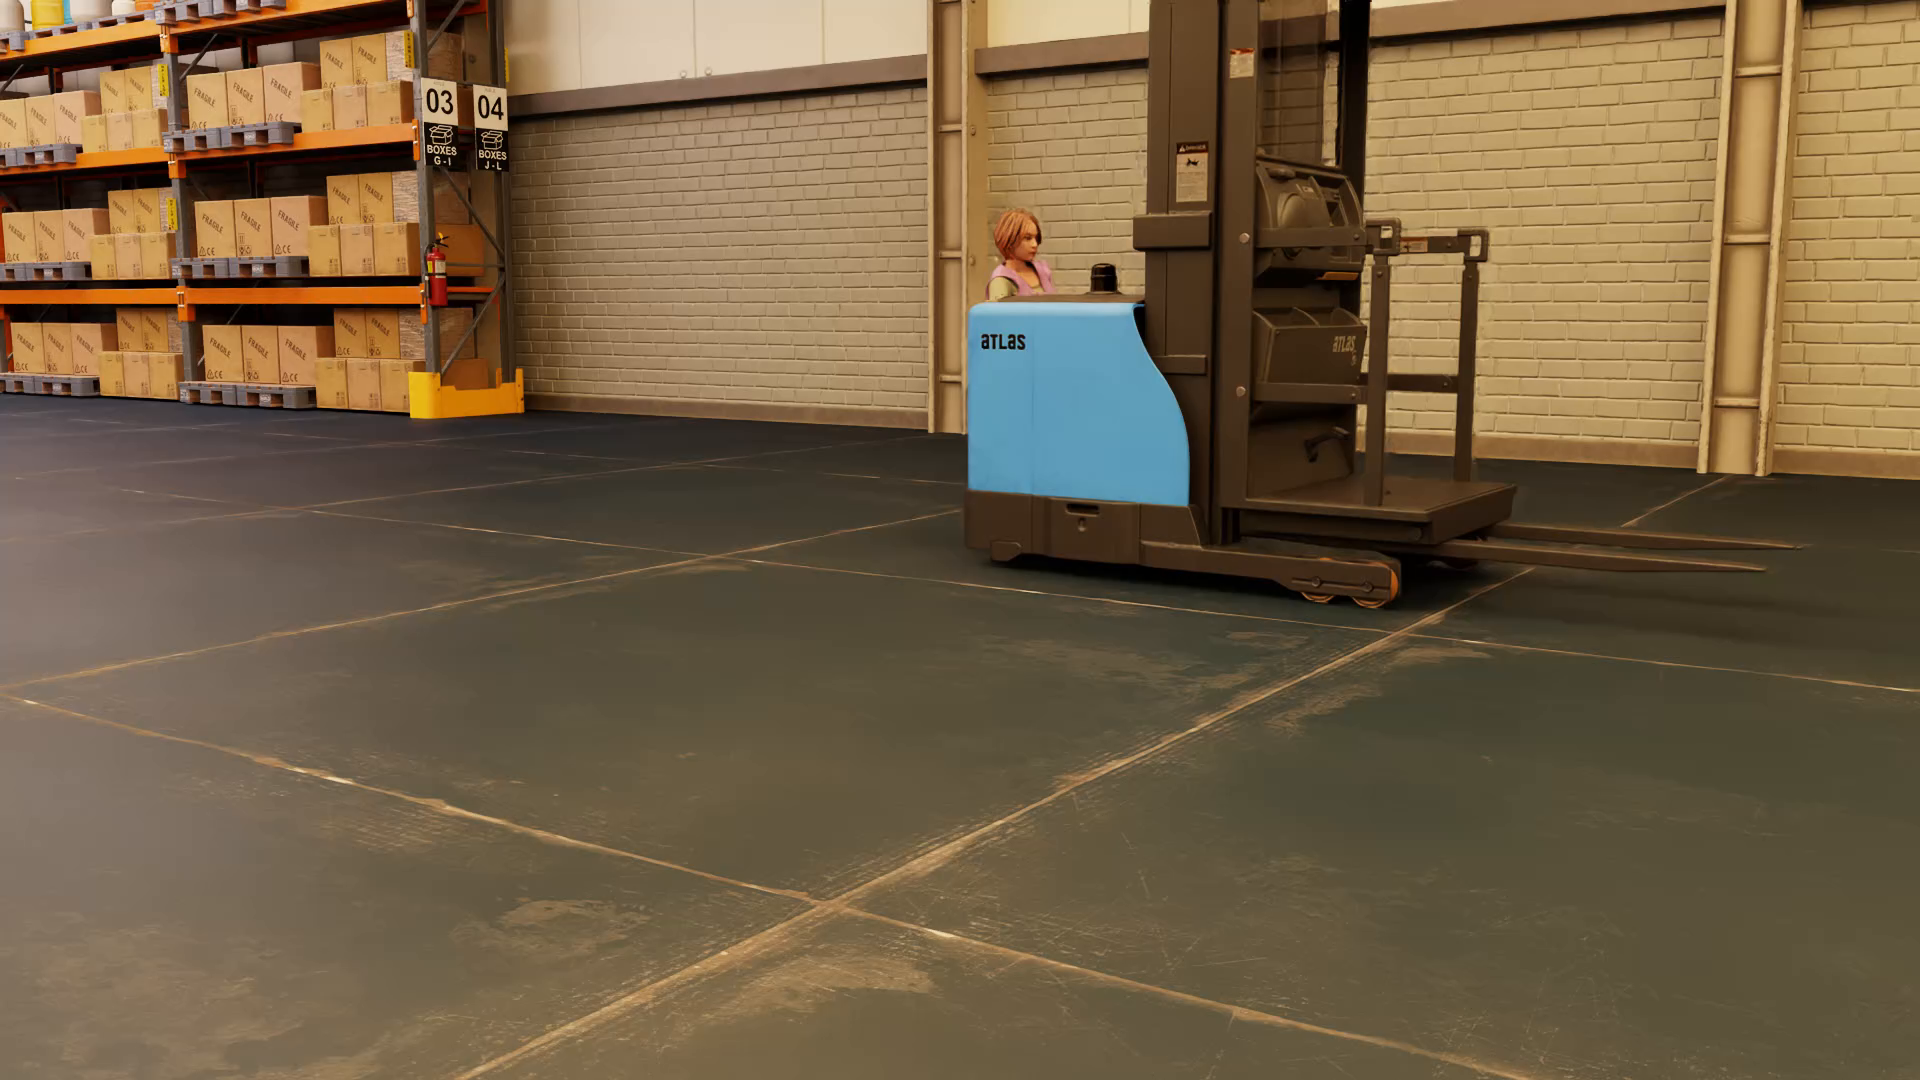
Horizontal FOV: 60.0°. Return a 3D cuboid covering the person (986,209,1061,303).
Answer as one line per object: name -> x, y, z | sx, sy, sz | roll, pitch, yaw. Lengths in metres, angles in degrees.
person -> 0.358, -0.712, 7.318 | 0.660, 1.478, 0.587 | -7, 11, -40

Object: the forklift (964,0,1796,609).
forklift -> 1.522, -1.292, 6.281 | 3.031, 2.935, 1.130 | 6, 10, 34
